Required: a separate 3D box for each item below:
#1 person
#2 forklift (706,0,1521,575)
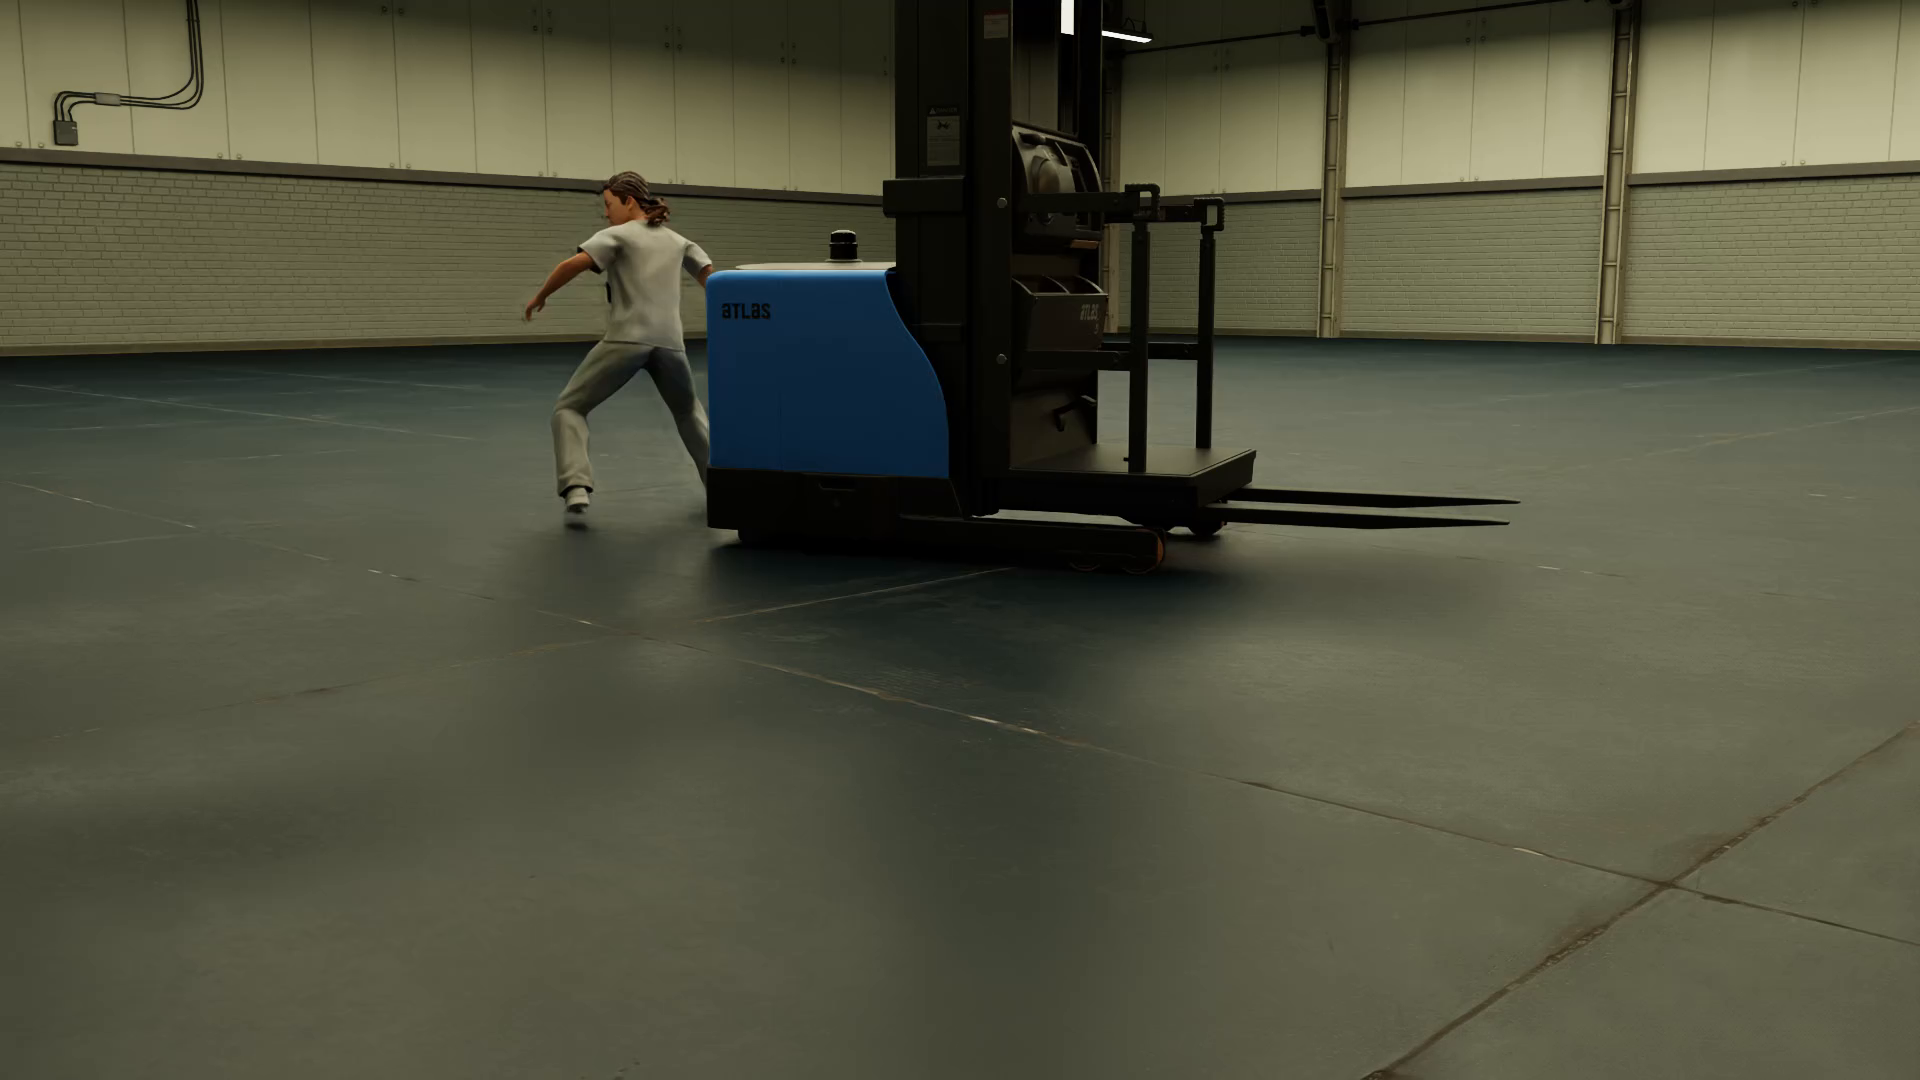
[{"bbox_3d":[-1.365,-0.805,7.363,1.001,1.596,0.525,-6,10,-34],"label":"person"},{"bbox_3d":[0.565,-1.416,6.275,3.031,2.935,1.130,3,9,22],"label":"forklift"}]
